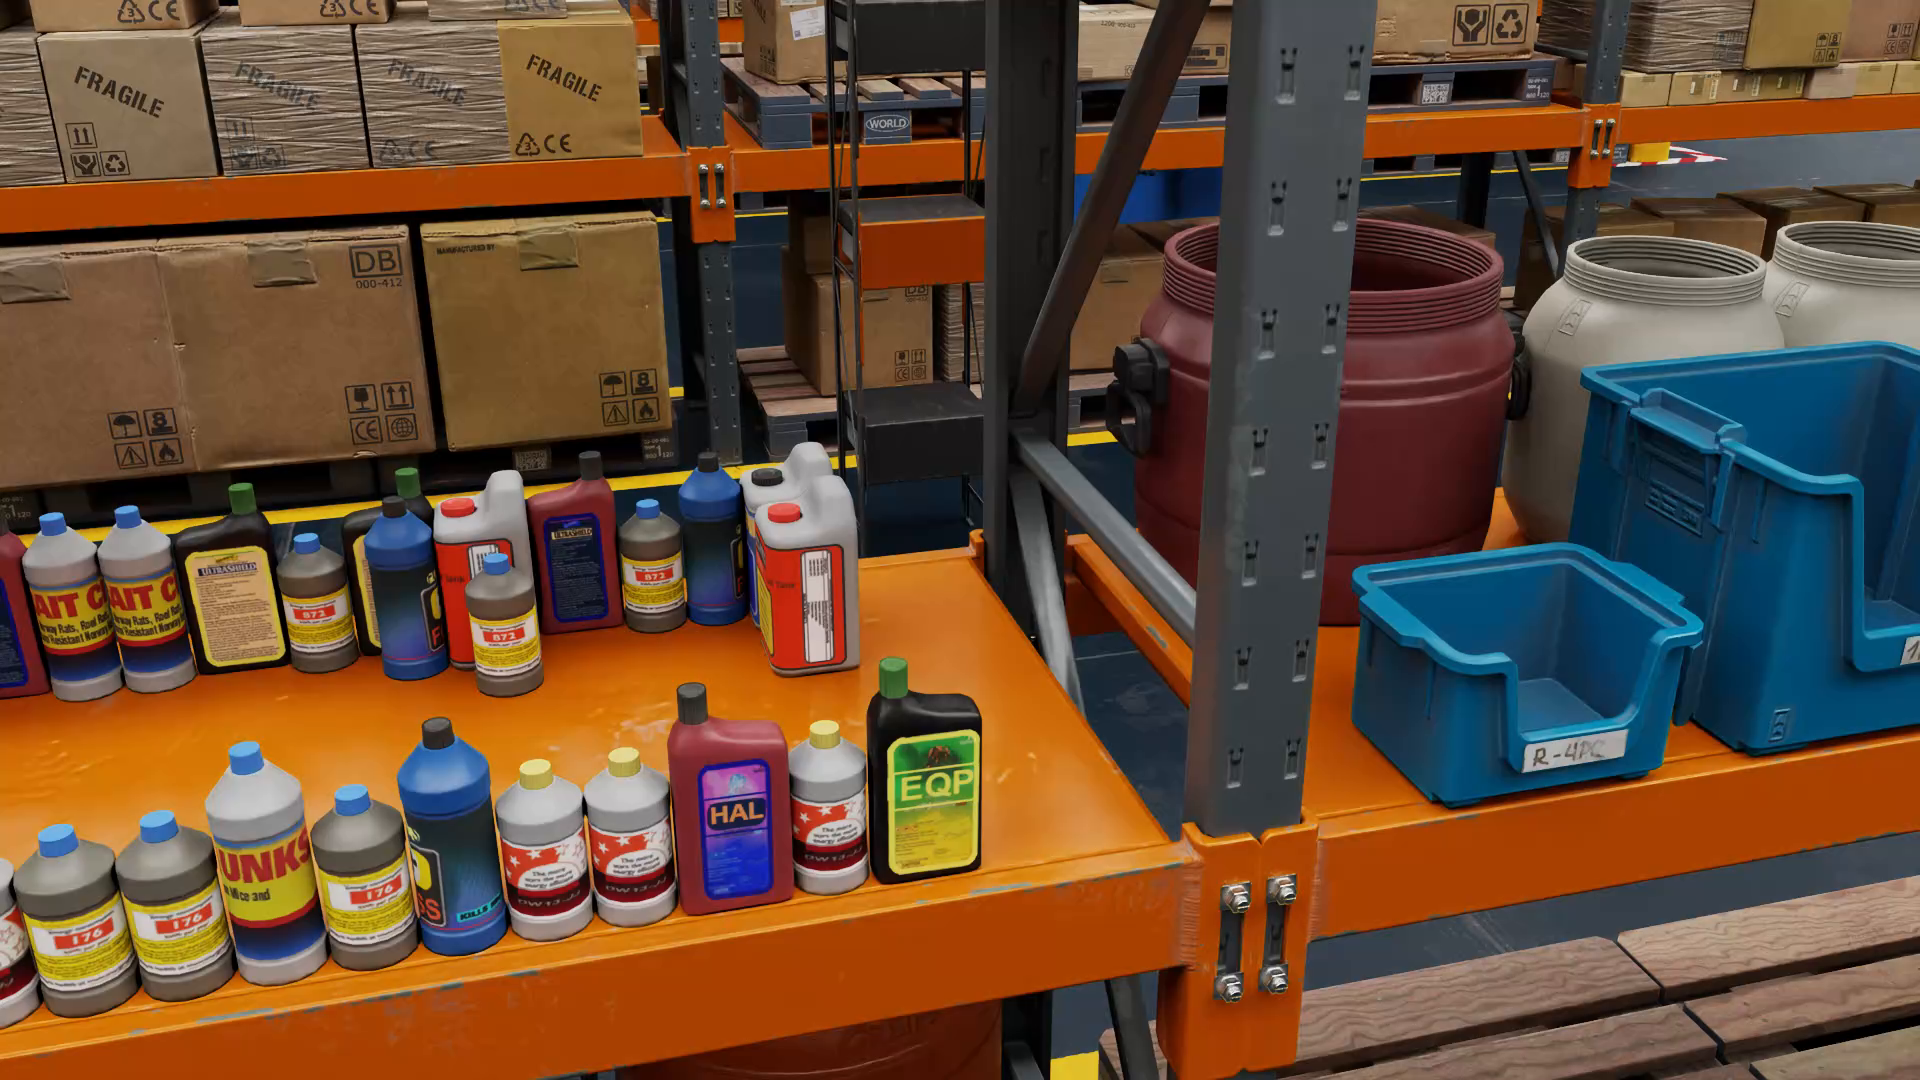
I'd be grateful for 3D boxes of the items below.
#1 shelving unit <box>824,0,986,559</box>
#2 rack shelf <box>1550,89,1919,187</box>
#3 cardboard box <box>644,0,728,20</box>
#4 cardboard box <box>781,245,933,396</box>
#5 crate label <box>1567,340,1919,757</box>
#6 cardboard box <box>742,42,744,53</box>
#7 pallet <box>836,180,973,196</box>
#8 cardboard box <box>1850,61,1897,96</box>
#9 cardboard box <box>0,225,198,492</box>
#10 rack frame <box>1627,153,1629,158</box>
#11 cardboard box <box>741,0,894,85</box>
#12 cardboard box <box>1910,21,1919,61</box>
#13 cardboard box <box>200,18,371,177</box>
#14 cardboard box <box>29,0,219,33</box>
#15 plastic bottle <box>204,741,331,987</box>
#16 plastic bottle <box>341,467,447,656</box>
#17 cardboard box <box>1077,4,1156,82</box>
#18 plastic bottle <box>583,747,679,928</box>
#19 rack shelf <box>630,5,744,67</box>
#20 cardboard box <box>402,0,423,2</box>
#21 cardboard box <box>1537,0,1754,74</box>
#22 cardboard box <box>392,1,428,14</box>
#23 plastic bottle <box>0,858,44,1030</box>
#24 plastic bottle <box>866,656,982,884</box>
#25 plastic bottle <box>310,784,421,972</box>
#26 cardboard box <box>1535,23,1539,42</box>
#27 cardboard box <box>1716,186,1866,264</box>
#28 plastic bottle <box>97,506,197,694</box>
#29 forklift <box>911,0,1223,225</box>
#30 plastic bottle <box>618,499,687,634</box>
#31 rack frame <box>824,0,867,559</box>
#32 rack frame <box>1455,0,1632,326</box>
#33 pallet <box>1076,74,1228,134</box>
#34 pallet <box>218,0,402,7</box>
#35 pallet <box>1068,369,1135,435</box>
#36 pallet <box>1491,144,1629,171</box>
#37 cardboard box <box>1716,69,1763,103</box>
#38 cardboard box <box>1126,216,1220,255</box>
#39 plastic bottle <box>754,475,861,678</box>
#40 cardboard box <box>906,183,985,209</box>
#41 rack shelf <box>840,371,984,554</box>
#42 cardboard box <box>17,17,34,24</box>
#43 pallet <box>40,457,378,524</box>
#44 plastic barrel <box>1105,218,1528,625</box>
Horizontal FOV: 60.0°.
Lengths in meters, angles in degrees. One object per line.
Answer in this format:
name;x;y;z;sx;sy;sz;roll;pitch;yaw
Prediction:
shelving unit;-0.159;-0.947;5.795;0.503;2.100;0.431;-6;24;-14
rack shelf;4.672;-2.180;8.439;4.000;0.370;1.077;-6;24;-14
cardboard box;-1.843;-3.757;11.075;0.500;0.500;0.500;-6;24;-14
cardboard box;-0.466;-1.004;7.398;0.500;0.500;0.700;-8;24;-17
crate label;1.262;-0.011;2.426;0.616;0.435;0.502;-6;24;-14
cardboard box;-1.796;-4.836;16.517;0.625;0.372;0.950;-6;24;-13
pallet;-0.396;-2.668;12.200;1.213;0.211;1.003;-6;24;-14
cardboard box;4.231;-2.233;7.970;0.250;0.149;0.380;-6;24;-14
cardboard box;-3.486;-0.833;6.550;0.875;0.875;1.225;-7;24;-16
rack frame;5.355;-4.618;13.208;0.127;3.000;1.000;-6;24;-14
cardboard box;-0.596;-2.183;6.875;0.500;0.500;0.500;-9;25;-21
cardboard box;4.634;-2.674;8.173;0.500;0.500;0.875;-6;24;-14
cardboard box;-2.494;-1.664;6.196;0.500;0.500;0.500;-7;24;-16
cardboard box;-3.086;-2.165;6.092;0.637;0.503;0.797;-6;24;-13
plastic bottle;-0.755;0.344;1.807;0.097;0.271;0.097;0;23;0
plastic bottle;-0.858;0.032;2.519;0.133;0.283;0.061;-6;24;-14
cardboard box;0.570;-2.087;6.967;0.500;0.250;0.500;-7;24;-16
plastic bottle;-0.380;0.335;1.917;0.097;0.201;0.097;0;23;0
rack shelf;-0.422;-3.648;11.860;4.000;0.370;1.077;-6;24;-14
cardboard box;-5.330;-4.715;15.597;0.875;0.875;0.875;-6;24;-14
cardboard box;3.196;-2.505;7.780;0.500;0.500;0.875;-6;24;-14
cardboard box;-2.143;-1.913;6.778;0.500;0.500;0.500;-7;24;-16
plastic bottle;-1.036;0.408;1.748;0.097;0.201;0.097;0;23;0
plastic bottle;-0.042;0.267;1.971;0.133;0.283;0.061;-6;24;-14
plastic bottle;-0.661;0.366;1.845;0.097;0.201;0.097;0;23;0
cardboard box;3.873;-3.642;13.097;0.875;0.875;0.875;-7;24;-15
cardboard box;4.268;-1.529;8.647;0.500;0.500;0.500;-9;25;-19
plastic bottle;-1.187;0.081;2.420;0.097;0.271;0.097;0;23;0
forklift;0.293;-2.829;9.126;3.031;2.935;1.130;20;30;39
plastic bottle;-0.484;0.036;2.615;0.097;0.201;0.097;0;23;0
rack frame;-0.394;-0.921;5.734;0.015;2.100;0.400;-6;24;-14
rack frame;2.746;-2.298;7.801;0.127;3.000;1.000;-6;24;-14
pallet;0.790;-2.010;7.373;1.213;0.211;1.003;-6;24;-14
pallet;-4.243;-3.451;10.732;1.213;0.211;1.003;-6;24;-14
pallet;0.820;-0.801;7.850;1.213;0.211;1.003;-6;24;-14
pallet;4.606;-3.221;13.490;1.213;0.211;1.003;-6;24;-14
cardboard box;3.512;-2.150;7.775;0.250;0.149;0.380;-6;24;-14
cardboard box;1.146;-1.191;7.833;0.500;0.500;0.700;-8;25;-19
plastic bottle;-0.230;0.047;2.494;0.135;0.276;0.152;-6;24;-14
cardboard box;0.040;-1.413;7.400;0.500;0.250;0.500;-4;23;-8
rack shelf;-0.159;-0.291;6.076;0.480;0.518;0.431;-6;24;-14
cardboard box;-3.601;-1.753;6.406;0.500;0.500;0.500;-7;24;-15
pallet;-3.057;-0.406;6.929;1.213;0.211;1.003;-6;24;-14
plastic barrel;0.598;-0.218;2.782;0.708;0.536;0.600;-6;24;-14
